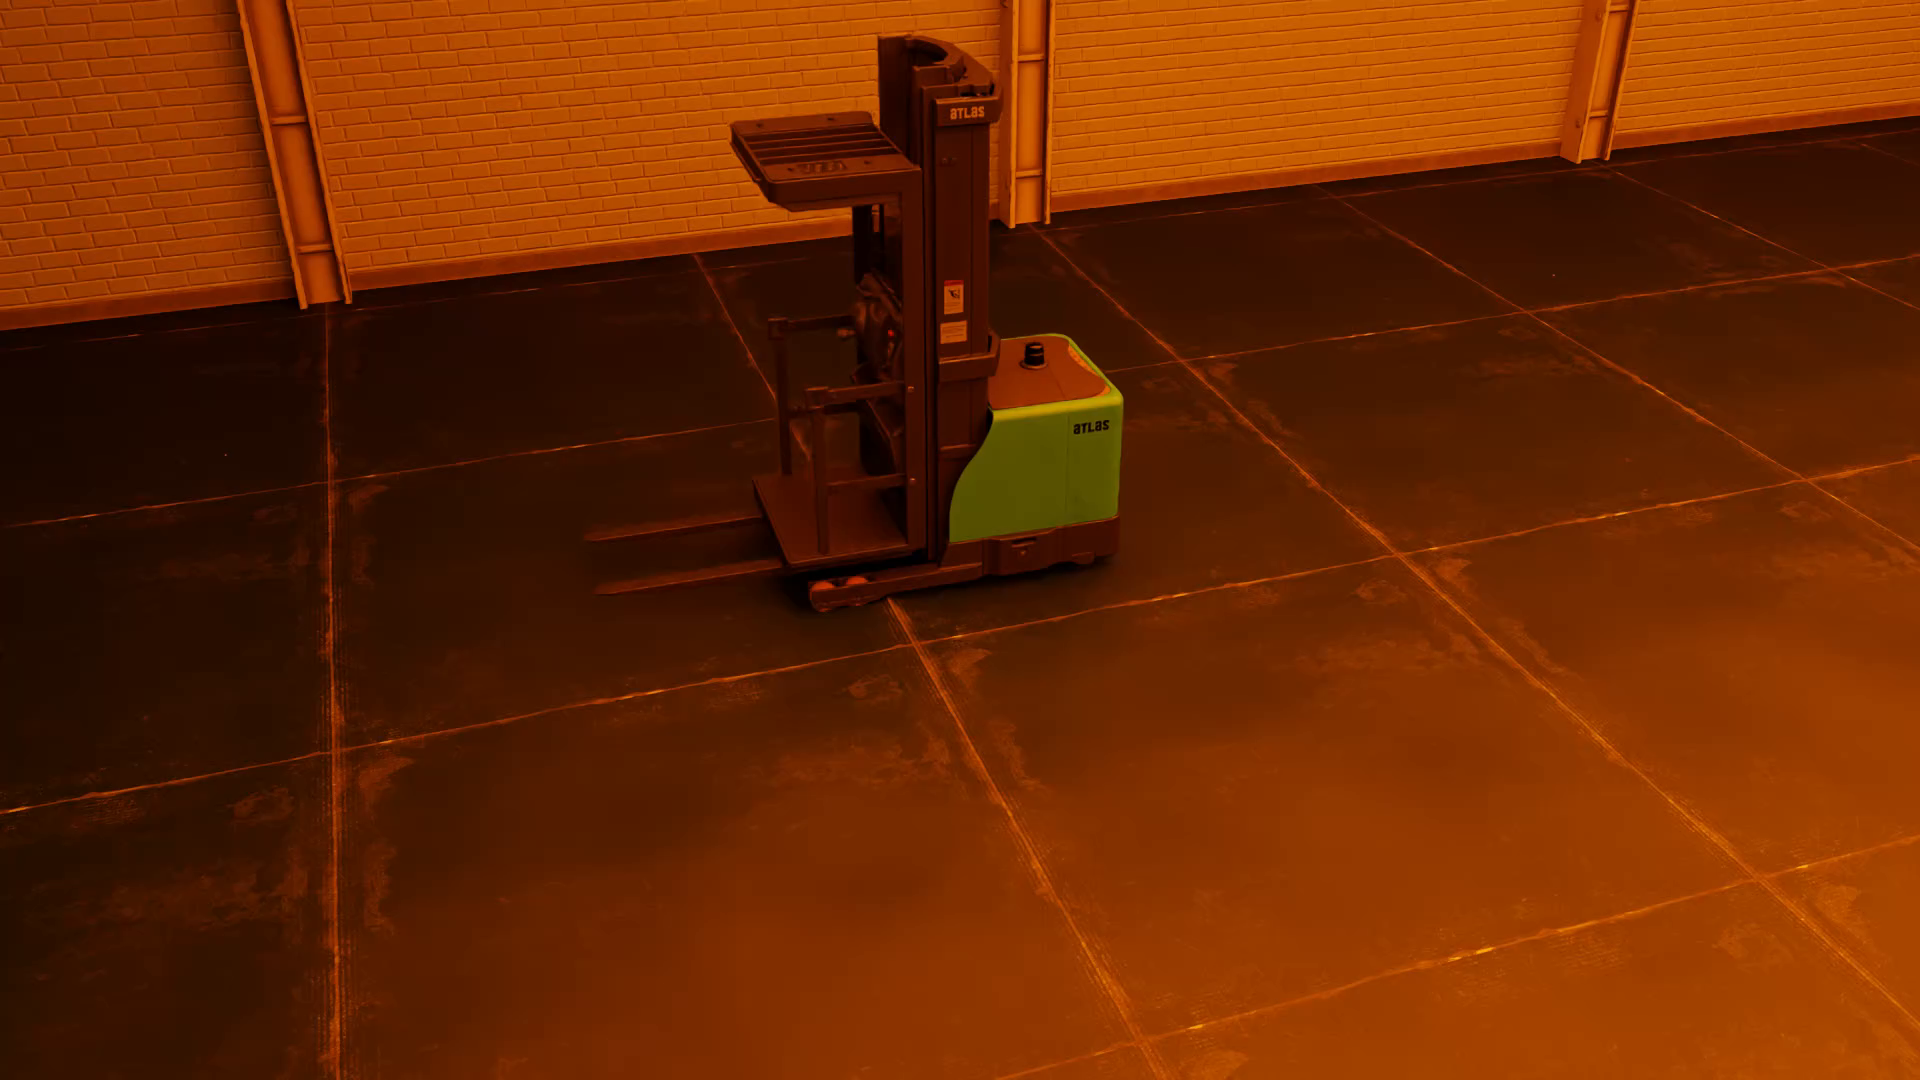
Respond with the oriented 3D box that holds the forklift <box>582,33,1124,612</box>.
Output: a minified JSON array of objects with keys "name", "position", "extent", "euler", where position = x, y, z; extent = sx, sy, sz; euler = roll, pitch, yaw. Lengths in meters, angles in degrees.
[{"name":"forklift","position":[-0.643,-1.161,9.104],"extent":[3.031,2.935,1.130],"euler":[-9,31,-15]}]
